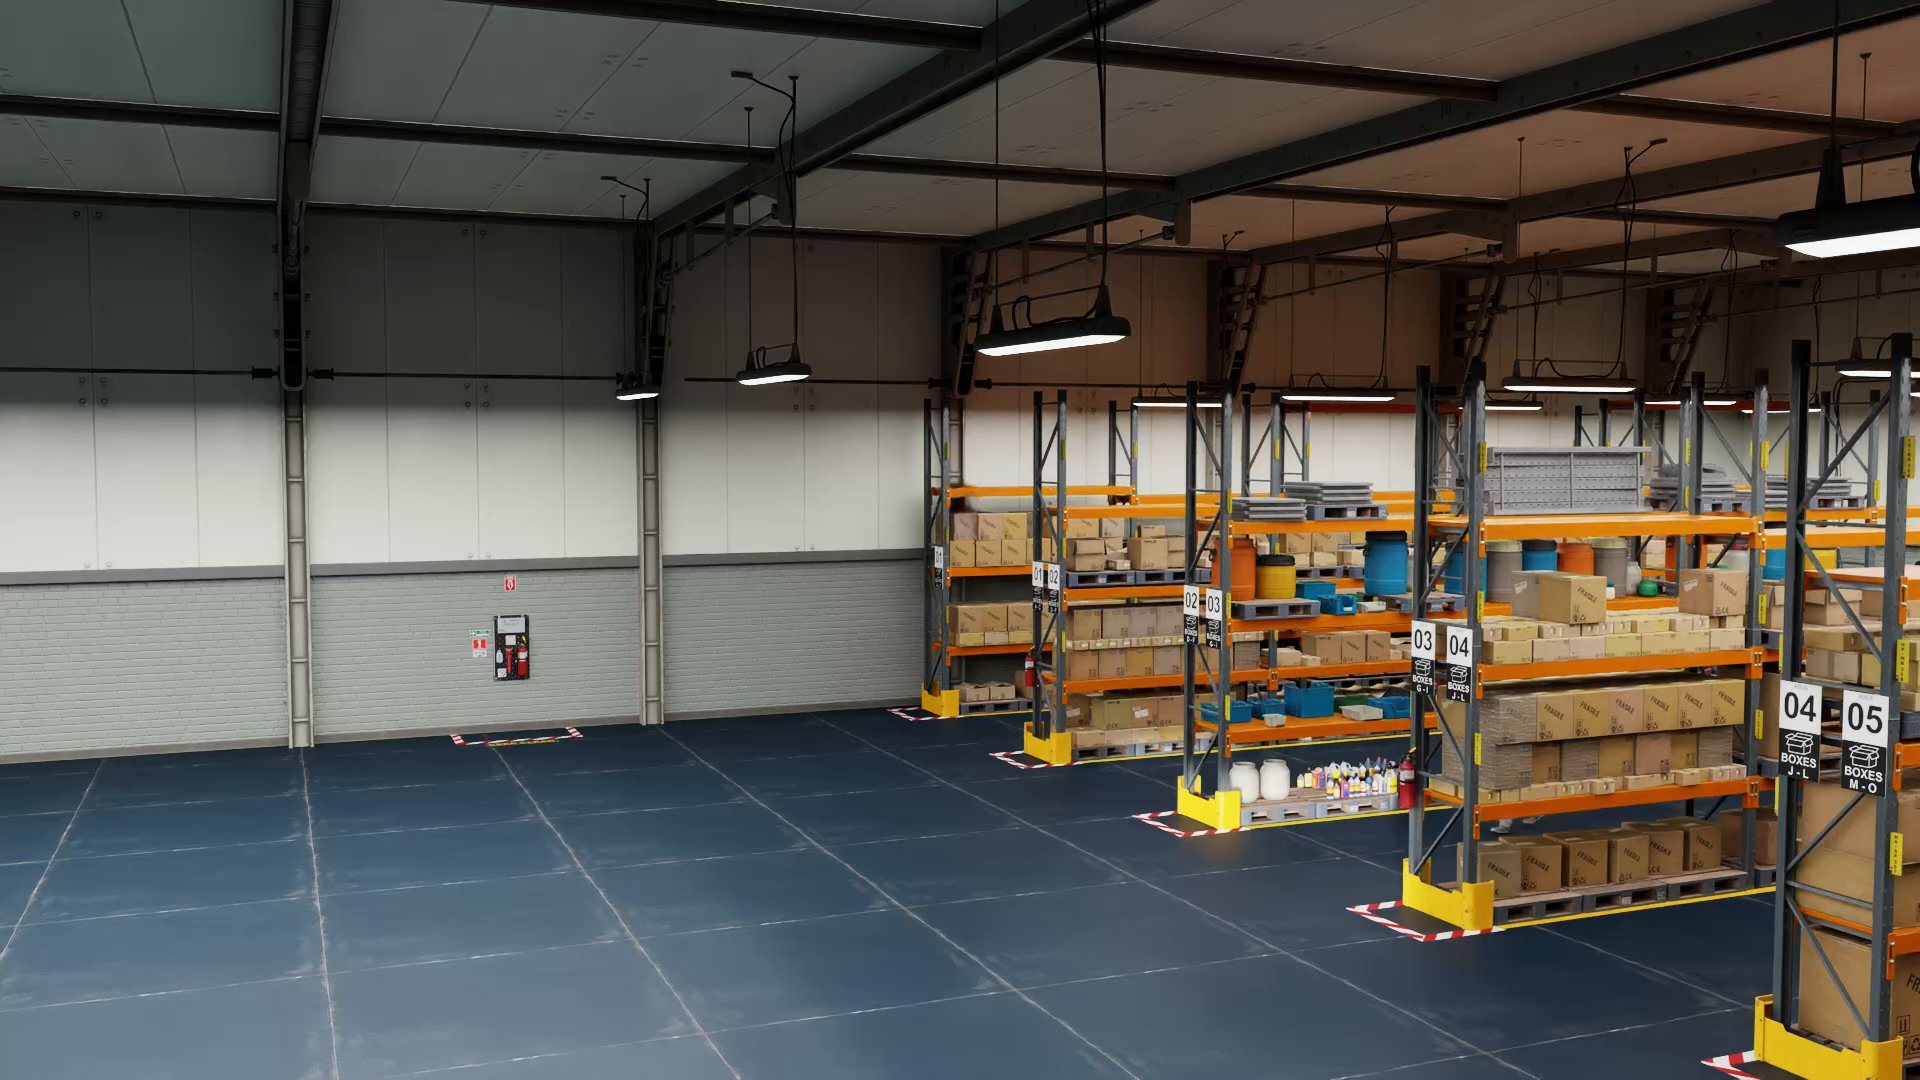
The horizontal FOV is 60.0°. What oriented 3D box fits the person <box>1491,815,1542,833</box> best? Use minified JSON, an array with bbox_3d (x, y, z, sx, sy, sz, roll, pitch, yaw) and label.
[{"bbox_3d":[7.419,3.052,22.093,0.956,1.625,0.582,-1,4,-21],"label":"person"}]
